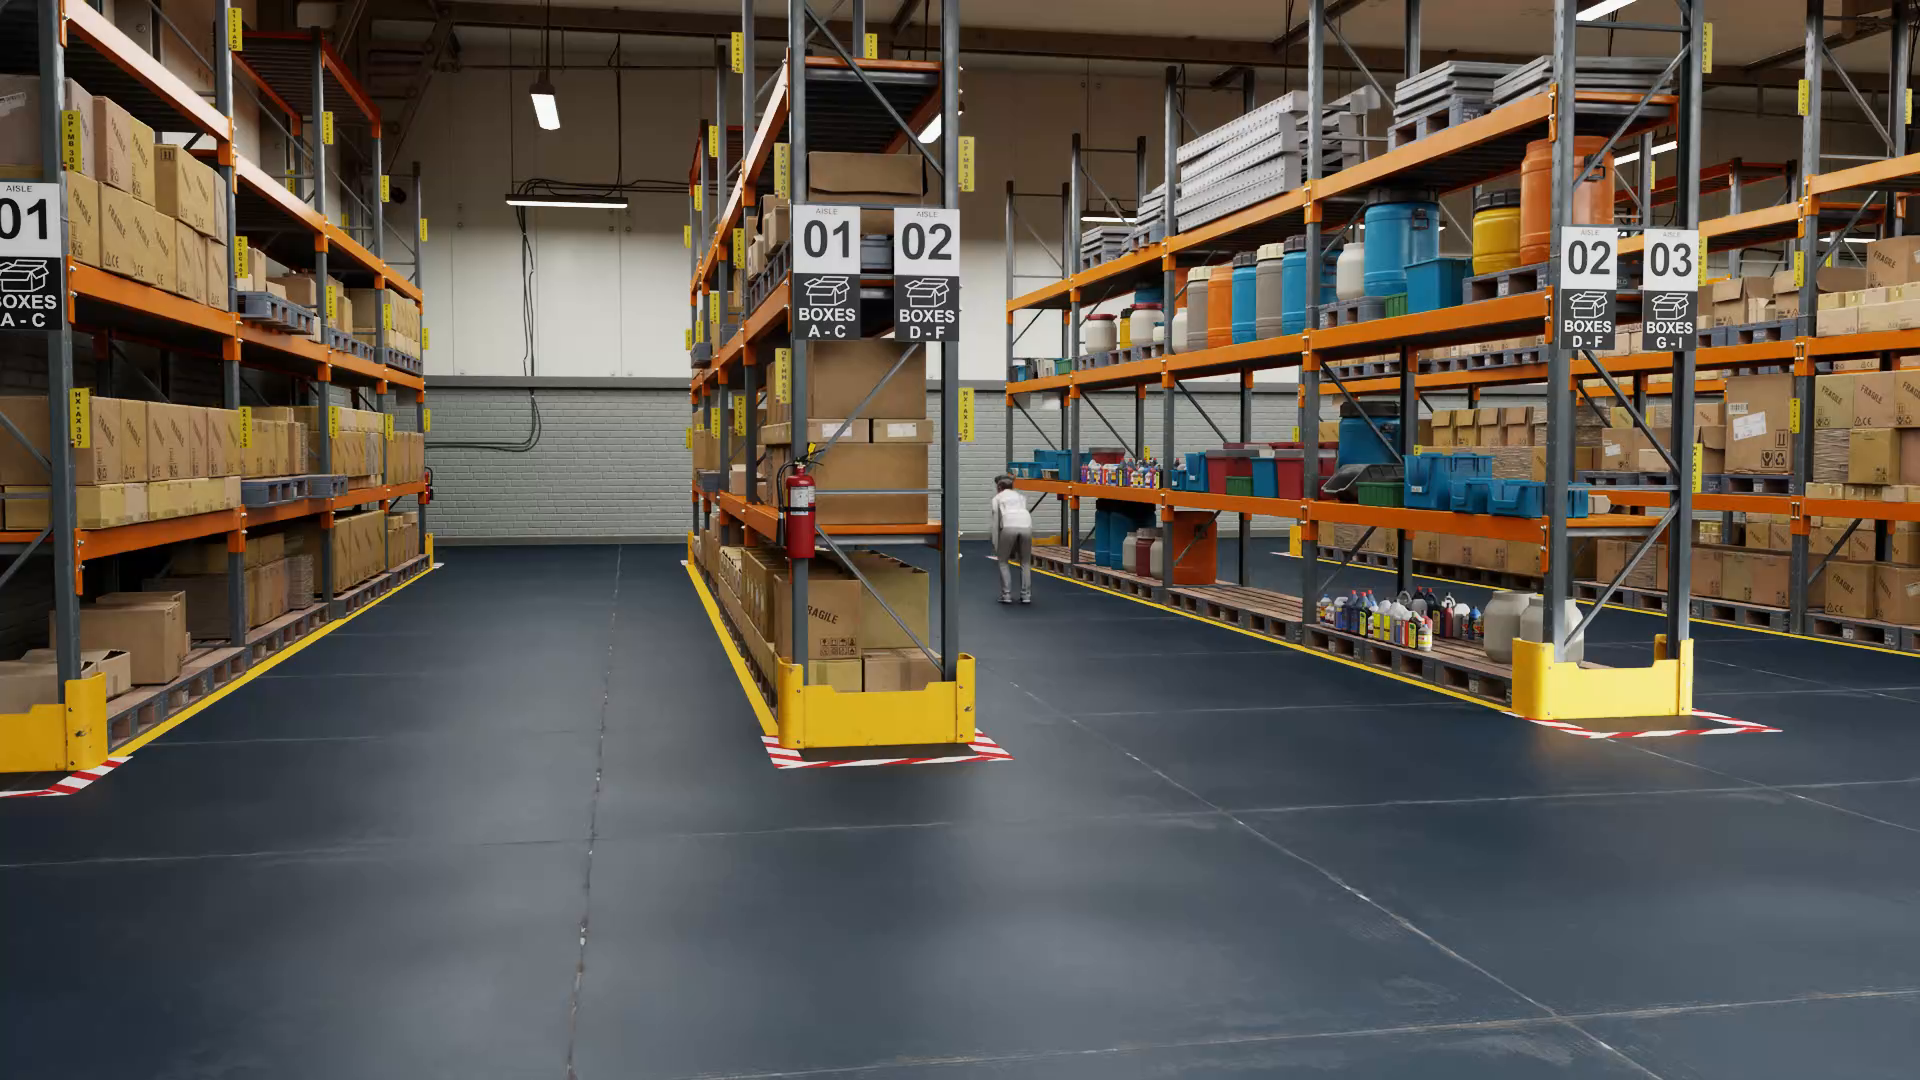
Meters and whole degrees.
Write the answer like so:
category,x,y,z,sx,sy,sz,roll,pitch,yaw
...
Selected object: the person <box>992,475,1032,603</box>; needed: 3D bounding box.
category,x,y,z,sx,sy,sz,roll,pitch,yaw
person,0.585,-0.015,19.223,0.415,1.474,0.756,-1,3,-13
